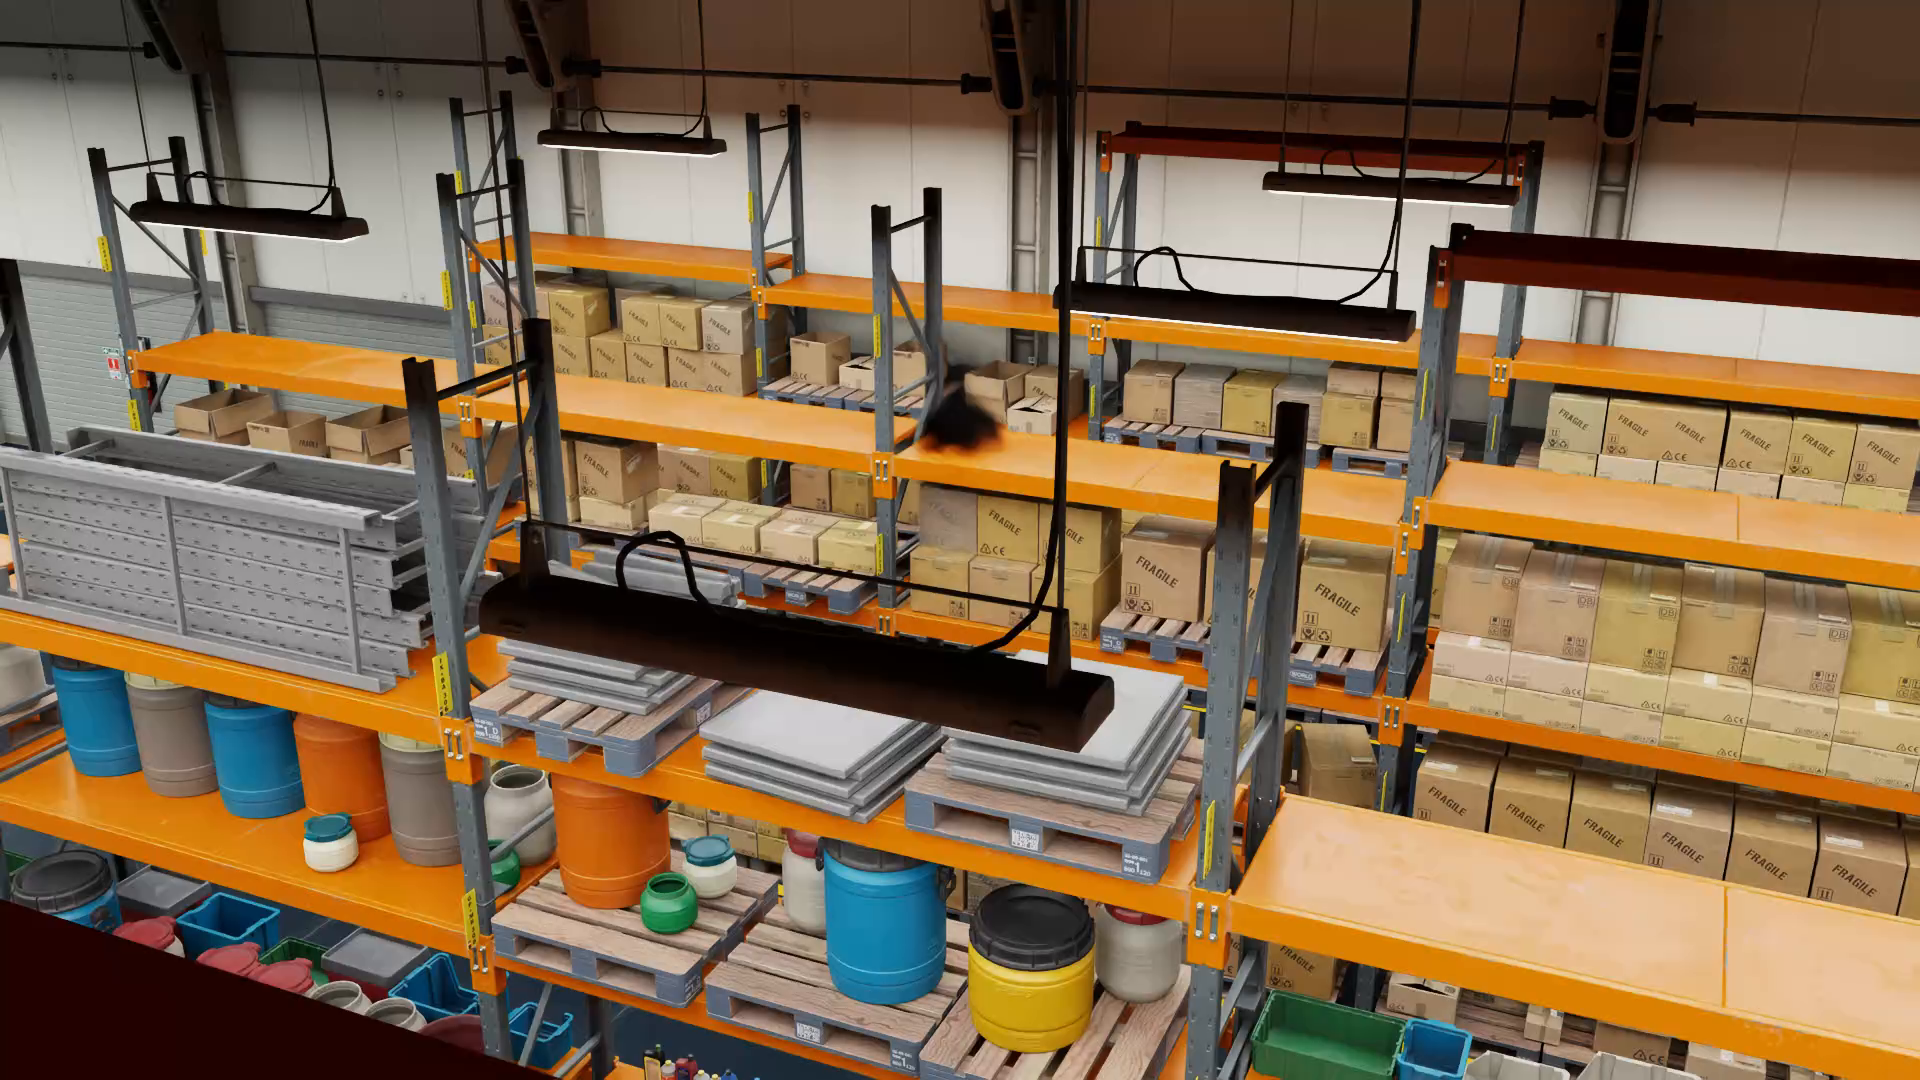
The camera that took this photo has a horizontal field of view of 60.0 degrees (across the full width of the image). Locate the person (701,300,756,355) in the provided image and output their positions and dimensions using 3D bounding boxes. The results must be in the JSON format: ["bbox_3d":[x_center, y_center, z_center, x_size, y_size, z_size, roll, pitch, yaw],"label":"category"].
[{"bbox_3d":[-6.306,0.983,14.663,11.973,3.796,7.276,-9,23,-24],"label":"person"}]
